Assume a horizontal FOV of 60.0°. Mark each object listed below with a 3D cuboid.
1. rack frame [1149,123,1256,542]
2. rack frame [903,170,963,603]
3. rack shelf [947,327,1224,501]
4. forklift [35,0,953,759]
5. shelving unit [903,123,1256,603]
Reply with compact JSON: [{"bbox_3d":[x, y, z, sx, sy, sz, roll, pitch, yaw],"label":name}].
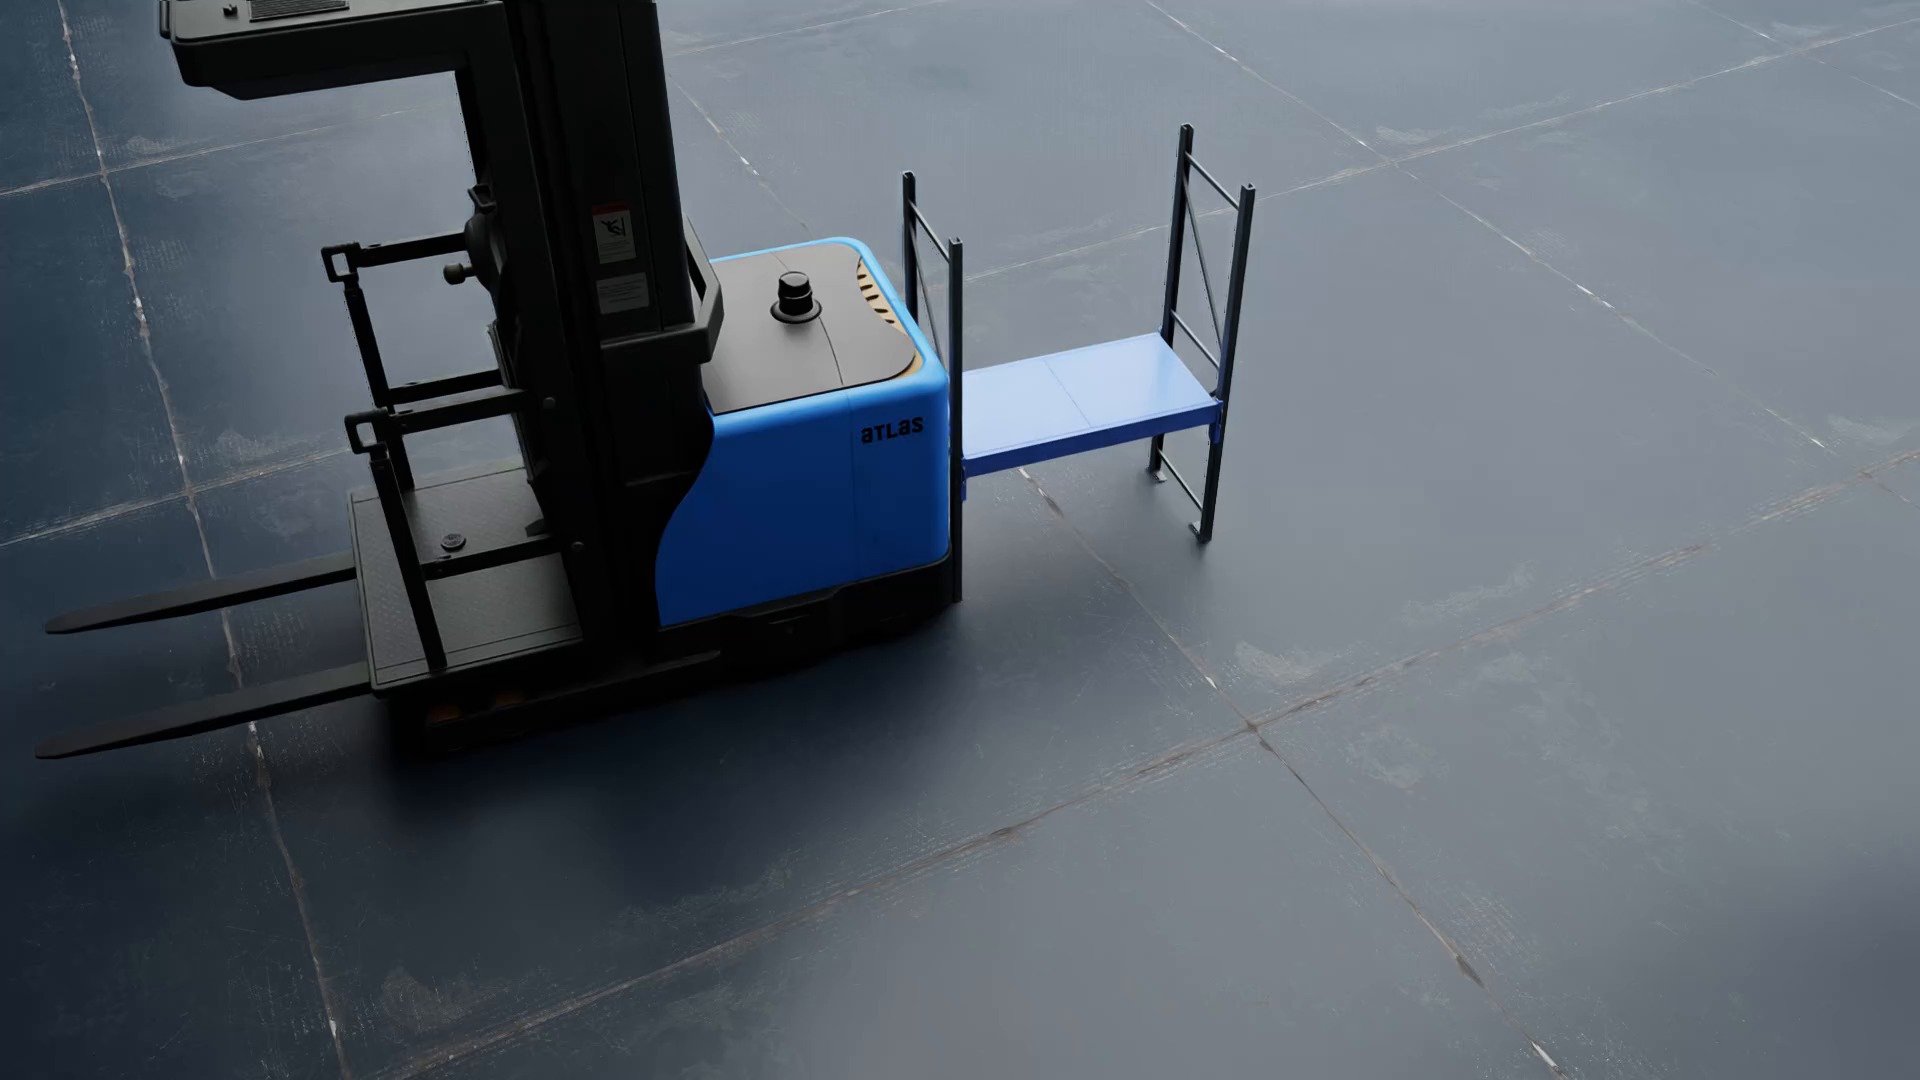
[{"bbox_3d":[0.864,-0.721,6.071,0.032,1.500,0.500,-13,42,-15],"label":"rack frame"},{"bbox_3d":[-0.091,-0.496,5.806,0.032,1.500,0.500,-13,42,-15],"label":"rack frame"},{"bbox_3d":[0.387,-0.471,6.055,1.000,0.185,0.538,-13,42,-15],"label":"rack shelf"},{"bbox_3d":[-1.599,-0.800,5.058,3.031,2.935,1.130,-13,42,-15],"label":"forklift"},{"bbox_3d":[0.387,-0.609,5.939,1.048,1.500,0.538,-13,42,-15],"label":"shelving unit"}]
